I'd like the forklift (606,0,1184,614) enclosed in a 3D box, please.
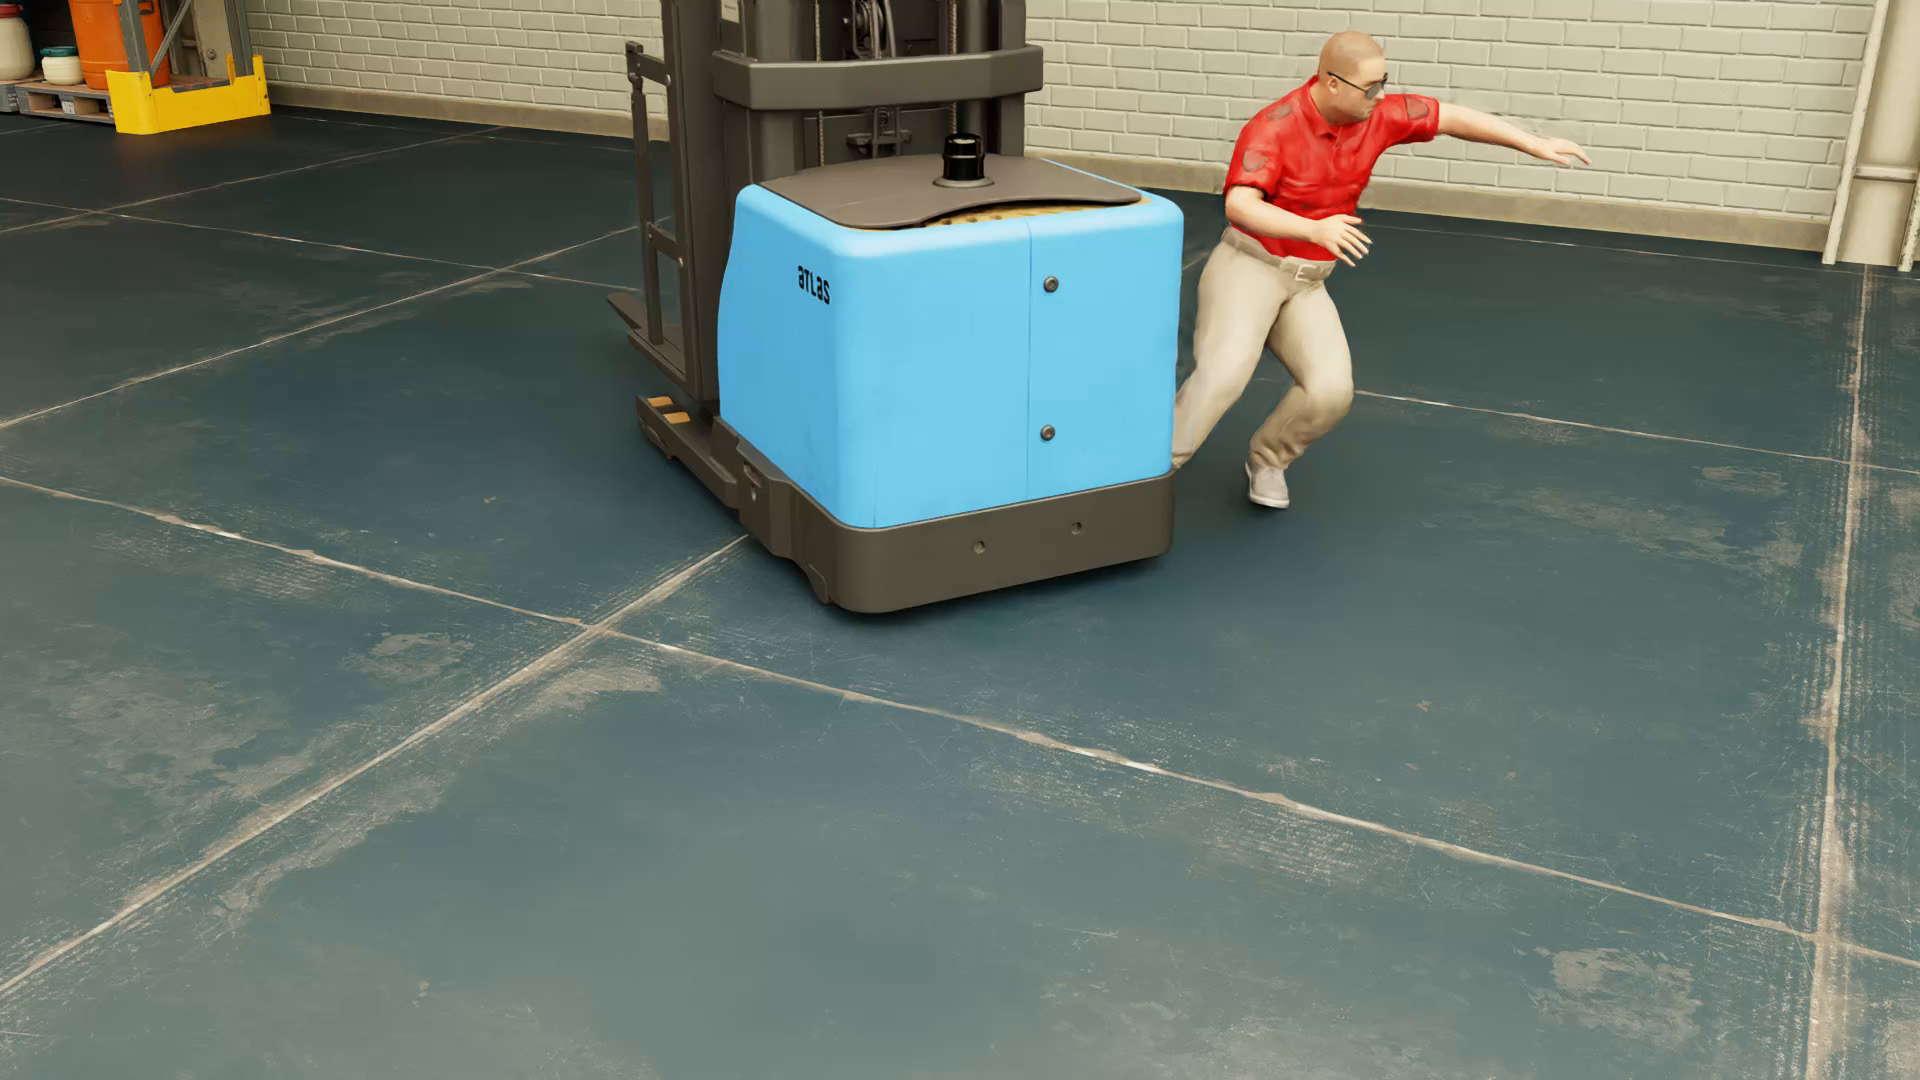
[{"bbox_3d":[-0.489,-1.692,5.304,1.130,2.935,3.031,-11,25,-24],"label":"forklift"}]

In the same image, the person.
[{"bbox_3d":[1.062,-0.772,5.027,1.567,1.469,0.791,-12,26,-26],"label":"person"}]
